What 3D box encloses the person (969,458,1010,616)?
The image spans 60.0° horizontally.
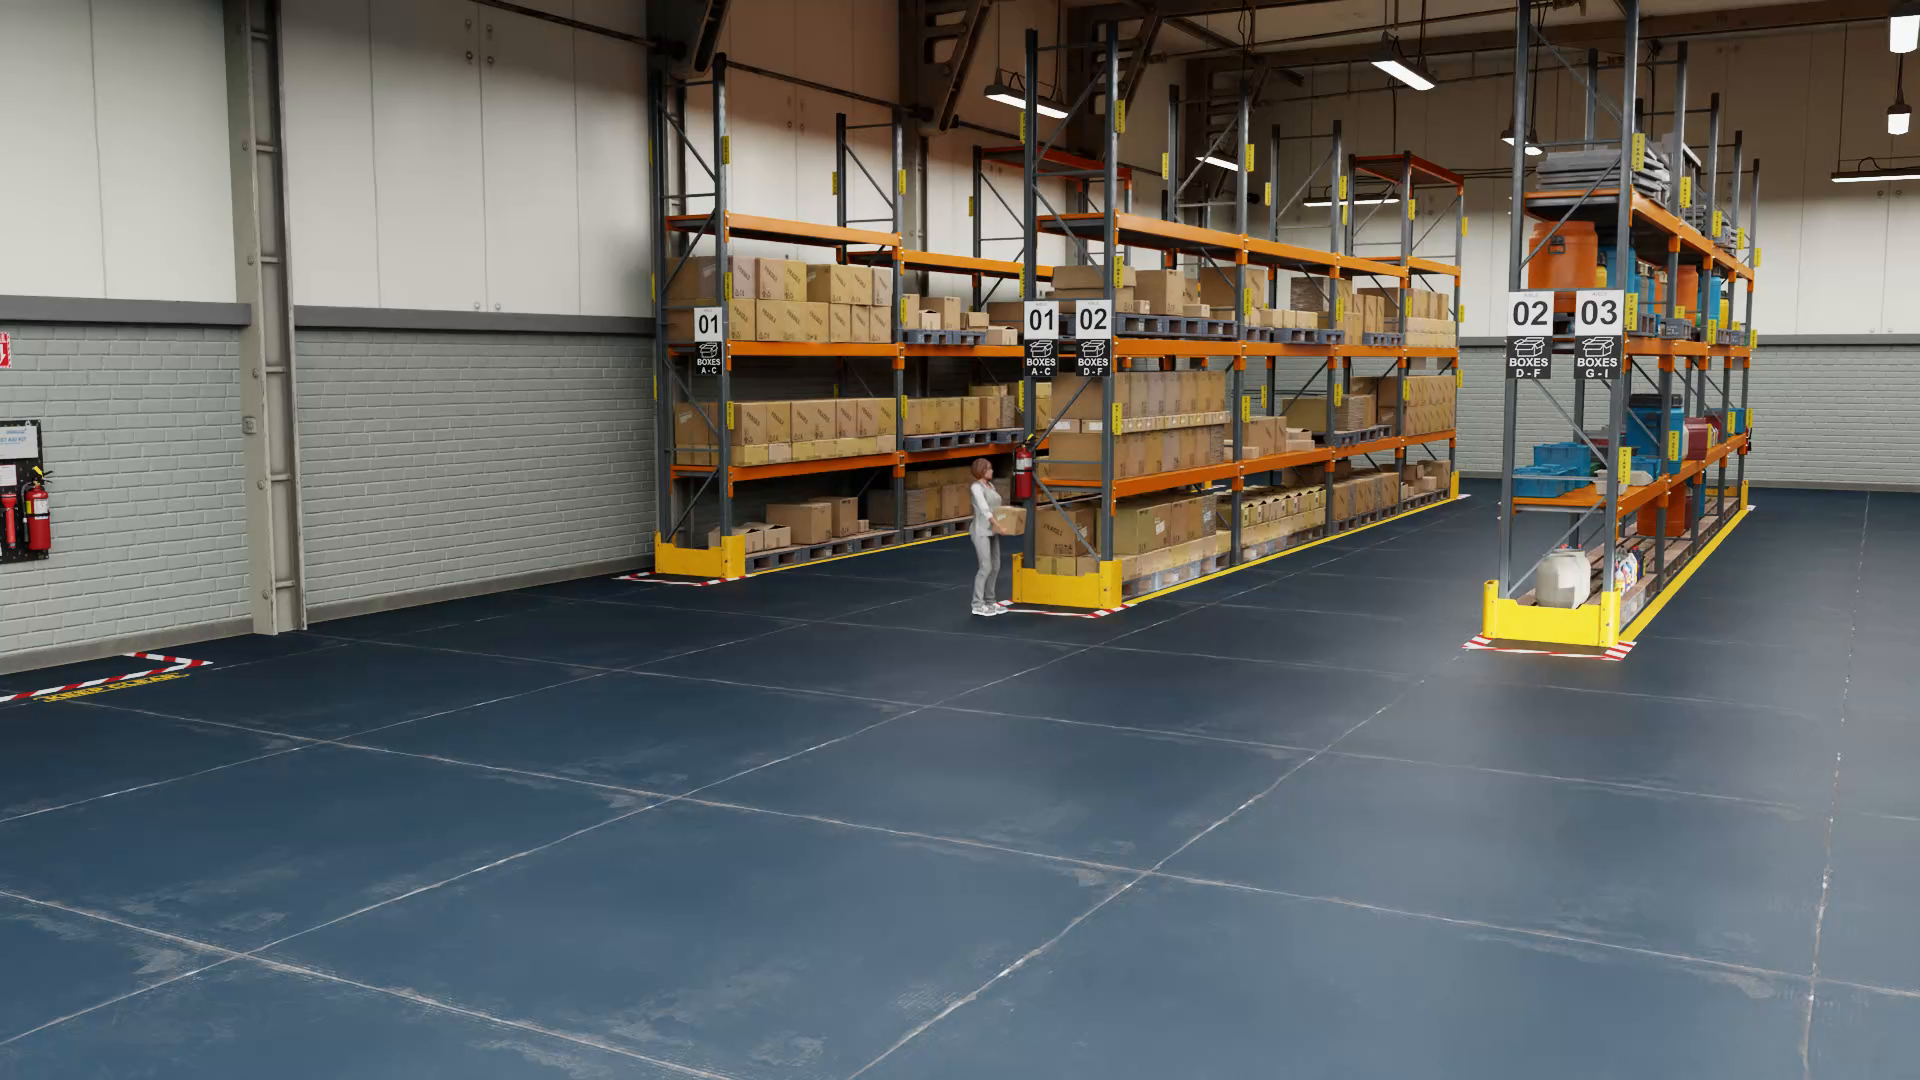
[{"bbox_3d":[0.341,-0.033,16.896,0.497,1.590,0.404,3,7,25],"label":"person"}]
